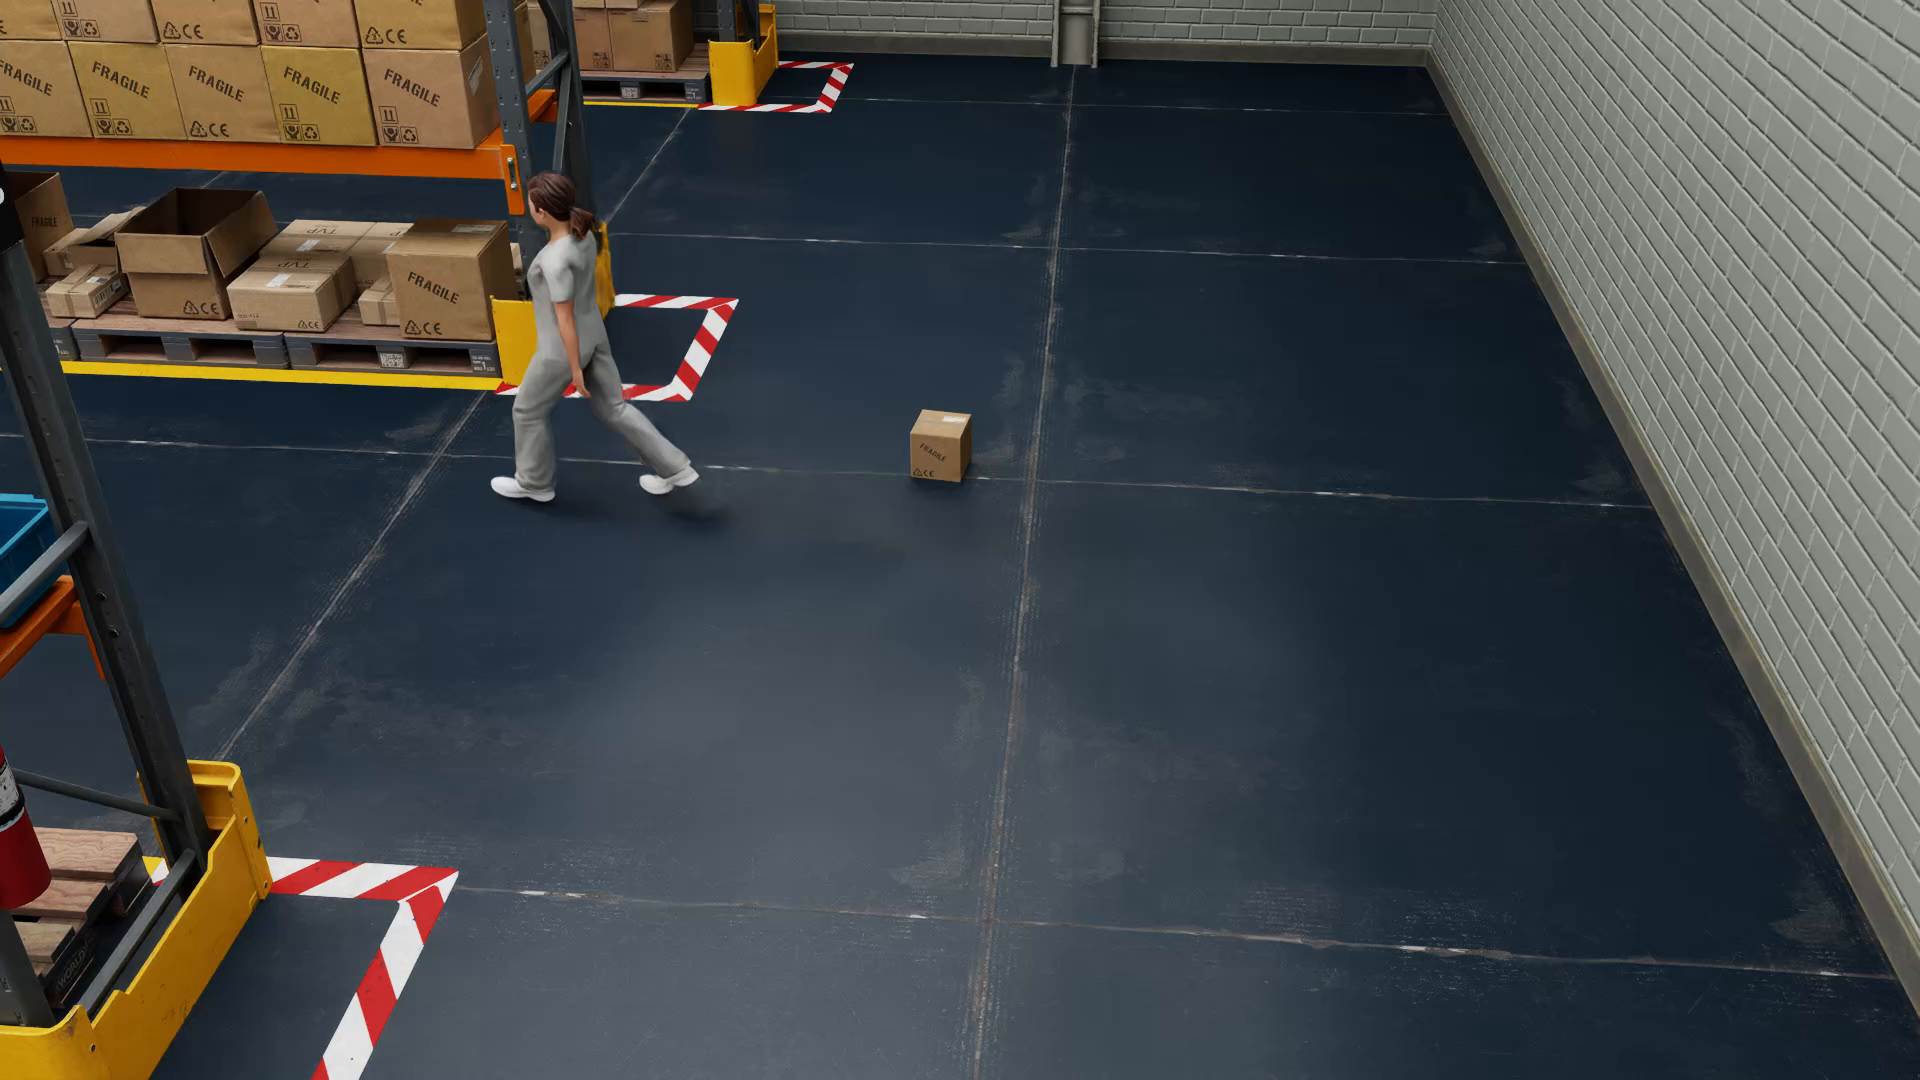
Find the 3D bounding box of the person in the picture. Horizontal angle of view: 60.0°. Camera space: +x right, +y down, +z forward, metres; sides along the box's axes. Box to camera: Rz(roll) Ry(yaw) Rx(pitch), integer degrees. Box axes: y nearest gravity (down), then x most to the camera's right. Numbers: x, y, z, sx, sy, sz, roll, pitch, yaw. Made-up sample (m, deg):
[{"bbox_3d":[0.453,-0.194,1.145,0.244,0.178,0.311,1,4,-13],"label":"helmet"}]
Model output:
[{"bbox_3d":[-1.728,-0.886,7.575,1.015,1.608,0.486,8,33,13],"label":"person"}]
